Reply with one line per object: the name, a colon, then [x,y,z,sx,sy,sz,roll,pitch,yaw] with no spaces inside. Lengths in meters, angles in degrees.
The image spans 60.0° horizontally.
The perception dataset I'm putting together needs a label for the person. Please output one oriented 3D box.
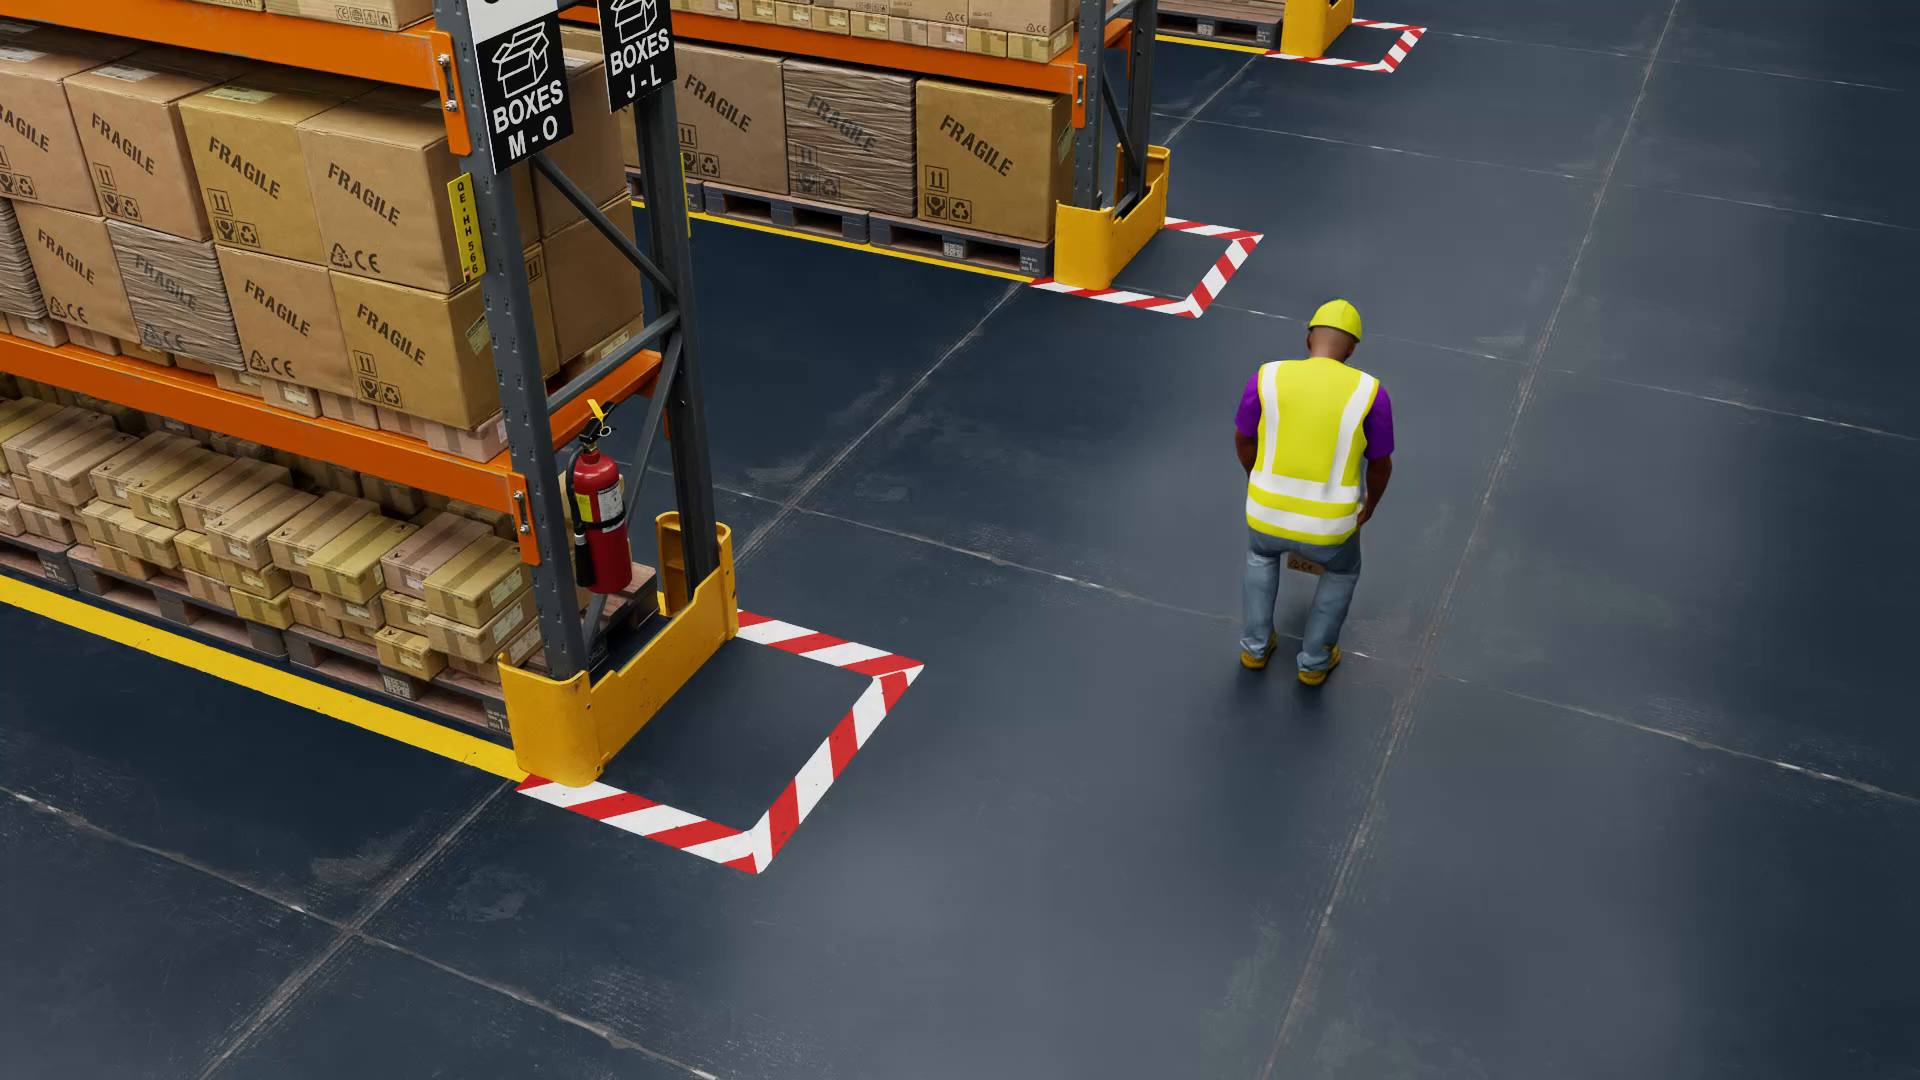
person: [1.360,-0.170,6.602,0.627,1.517,0.683,15,36,21]
